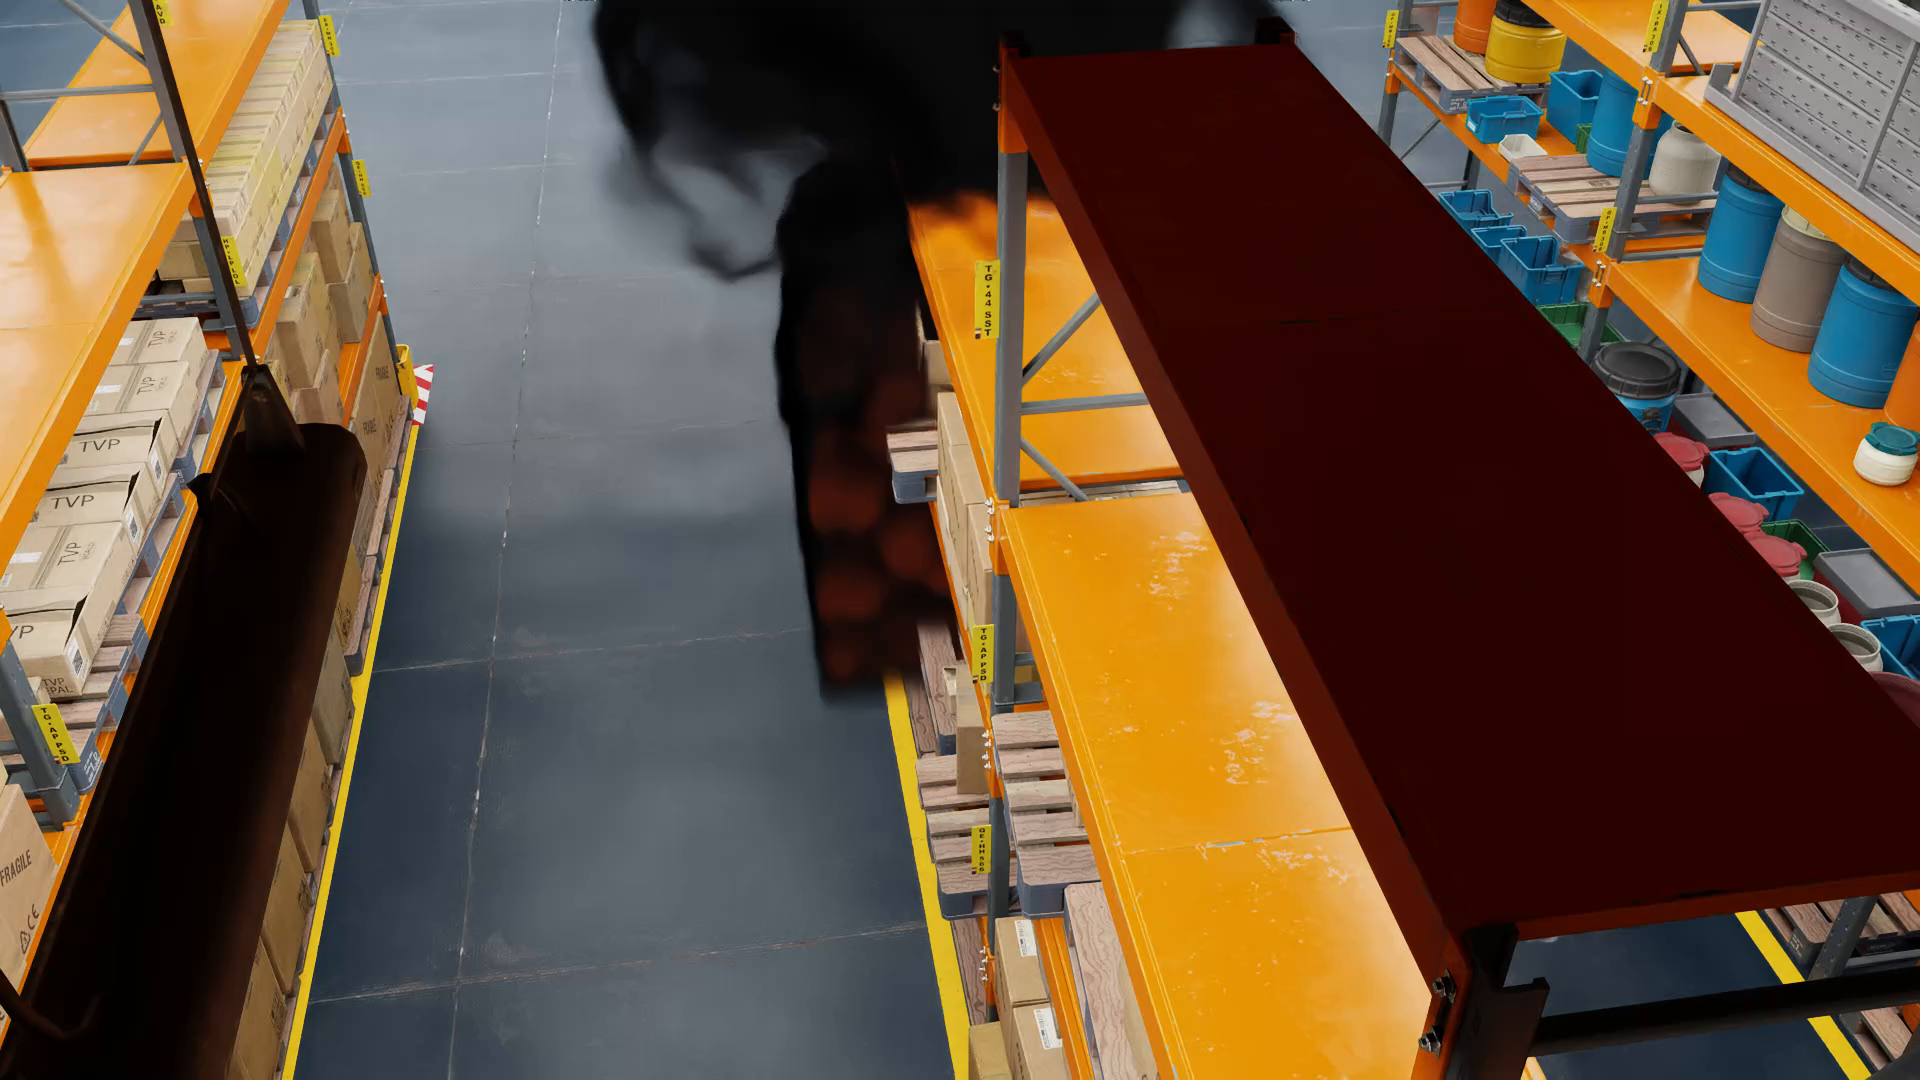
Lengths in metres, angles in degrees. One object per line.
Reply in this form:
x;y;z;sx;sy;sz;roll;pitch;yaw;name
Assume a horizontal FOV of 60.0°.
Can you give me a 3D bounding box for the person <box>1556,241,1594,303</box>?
5.787;-2.661;15.581;0.636;1.821;0.726;-16;39;-20;person
